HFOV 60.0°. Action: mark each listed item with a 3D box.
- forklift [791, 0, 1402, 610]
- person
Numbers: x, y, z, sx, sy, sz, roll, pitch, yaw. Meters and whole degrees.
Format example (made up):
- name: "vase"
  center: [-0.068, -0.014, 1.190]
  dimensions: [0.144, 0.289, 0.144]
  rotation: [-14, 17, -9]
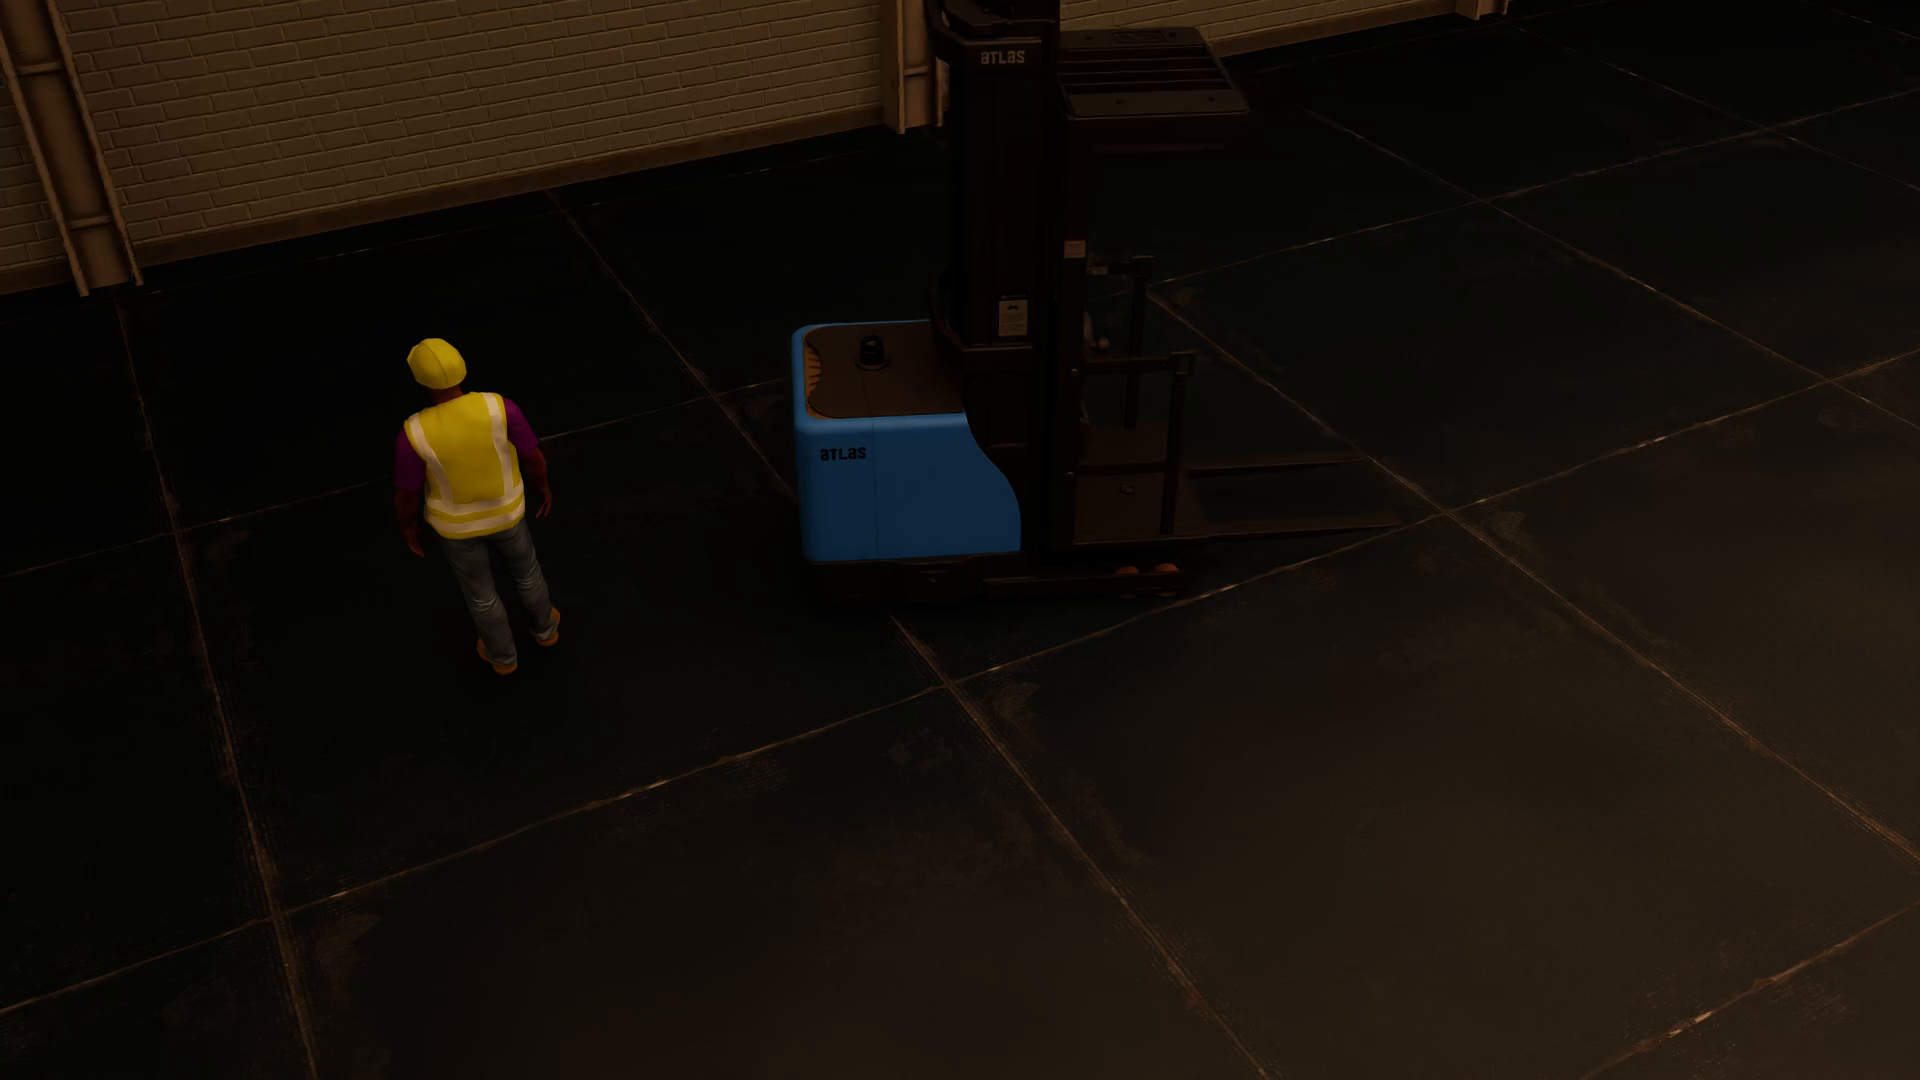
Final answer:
- name: "forklift"
  center: [0.694, -1.206, 7.829]
  dimensions: [3.031, 2.935, 1.130]
  rotation: [-3, 35, -5]
- name: "person"
  center: [-2.149, -0.162, 7.349]
  dimensions: [0.666, 1.765, 0.578]
  rotation: [-16, 38, -21]
